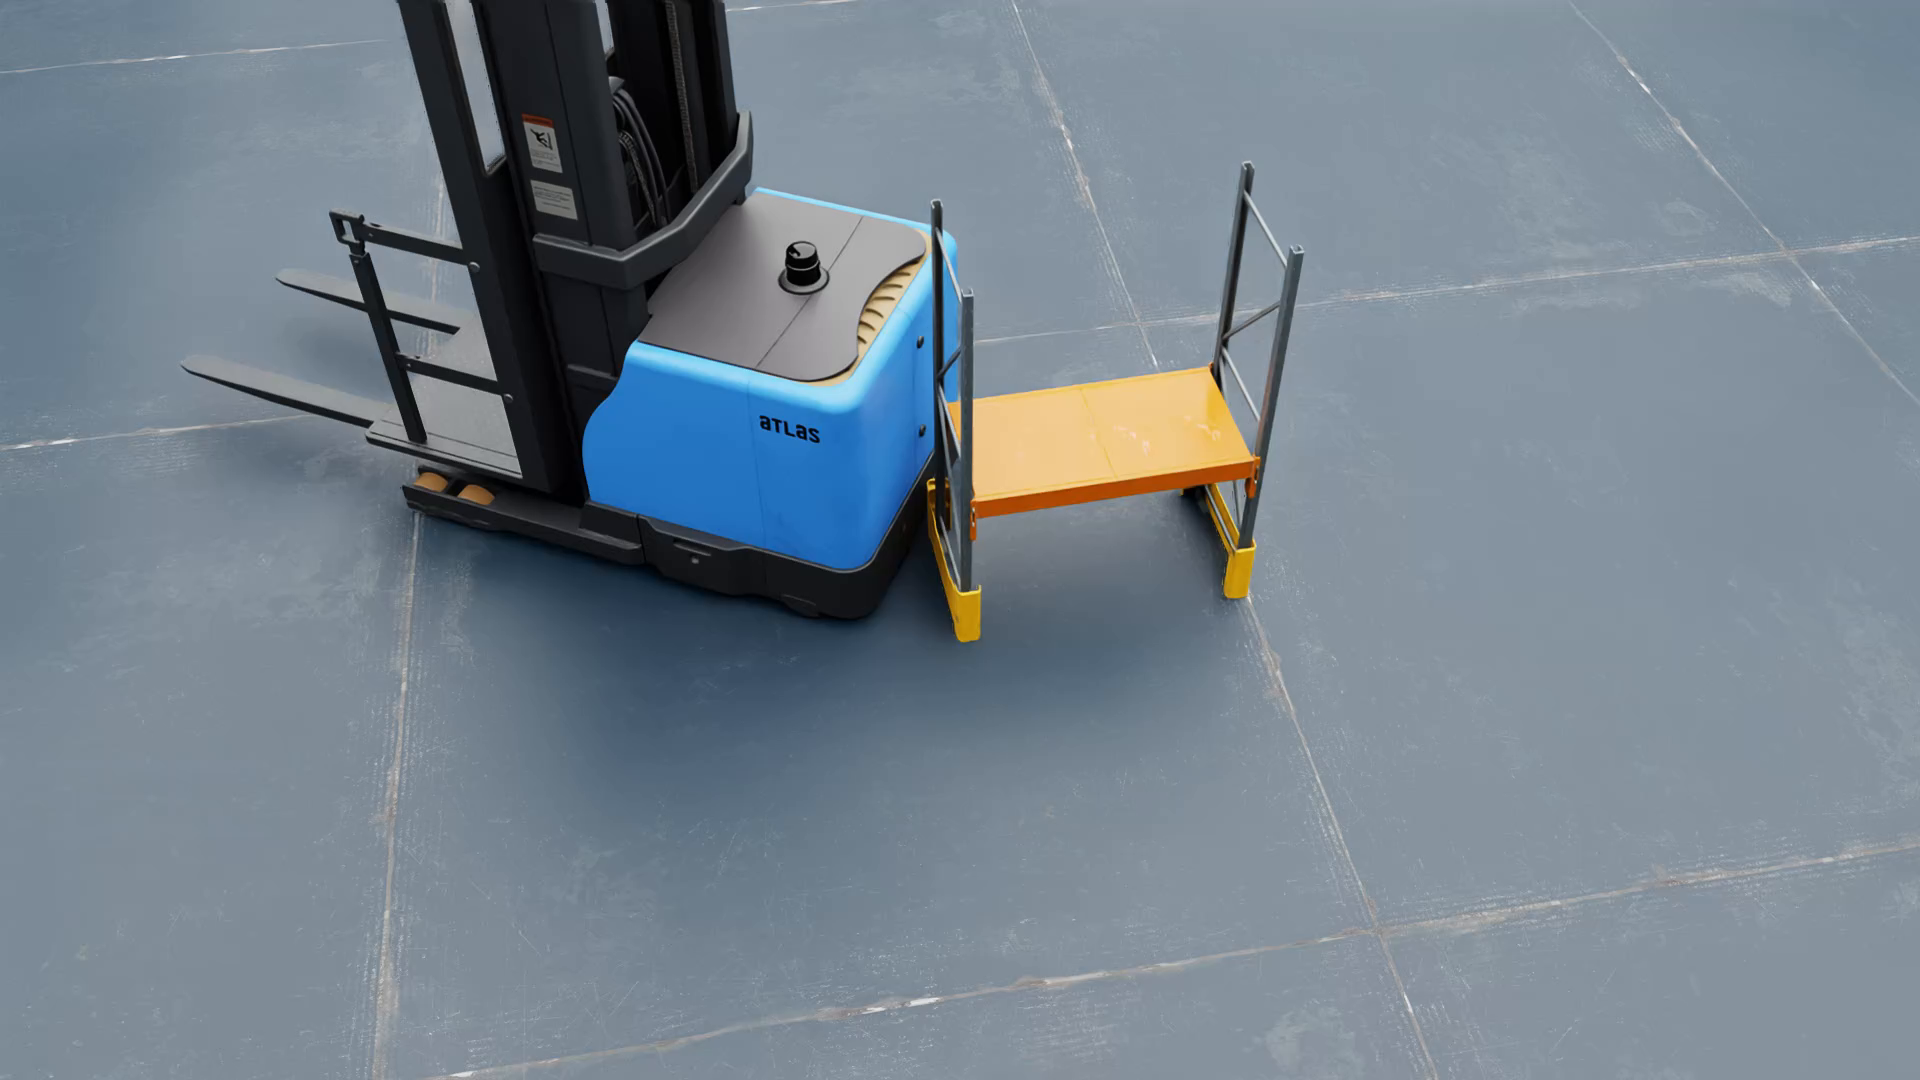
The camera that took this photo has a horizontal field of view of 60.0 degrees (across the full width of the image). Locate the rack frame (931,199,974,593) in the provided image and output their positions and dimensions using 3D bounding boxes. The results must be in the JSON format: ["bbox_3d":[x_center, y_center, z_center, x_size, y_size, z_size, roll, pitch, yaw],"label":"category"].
[{"bbox_3d":[-0.026,-0.367,5.562,0.032,1.500,0.500,-9,47,-8],"label":"rack frame"}]

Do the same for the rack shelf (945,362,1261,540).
[{"bbox_3d":[0.472,-0.318,5.764,1.000,0.185,0.538,-9,47,-8],"label":"rack shelf"}]

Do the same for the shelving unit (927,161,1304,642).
[{"bbox_3d":[0.463,-0.441,5.633,1.083,1.500,0.587,-9,47,-8],"label":"shelving unit"}]

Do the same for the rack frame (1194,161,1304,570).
[{"bbox_3d":[0.969,-0.518,5.707,0.032,1.500,0.500,-9,47,-8],"label":"rack frame"}]

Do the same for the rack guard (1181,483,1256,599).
[{"bbox_3d":[0.950,-0.081,6.155,0.087,0.250,0.587,-9,47,-8],"label":"rack guard"}]

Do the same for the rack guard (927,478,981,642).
[{"bbox_3d":[-0.024,0.067,6.012,0.087,0.250,0.587,-9,47,-8],"label":"rack guard"}]

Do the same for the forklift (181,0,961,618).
[{"bbox_3d":[-1.567,-1.402,5.565,3.031,2.935,1.130,15,48,14],"label":"forklift"}]
